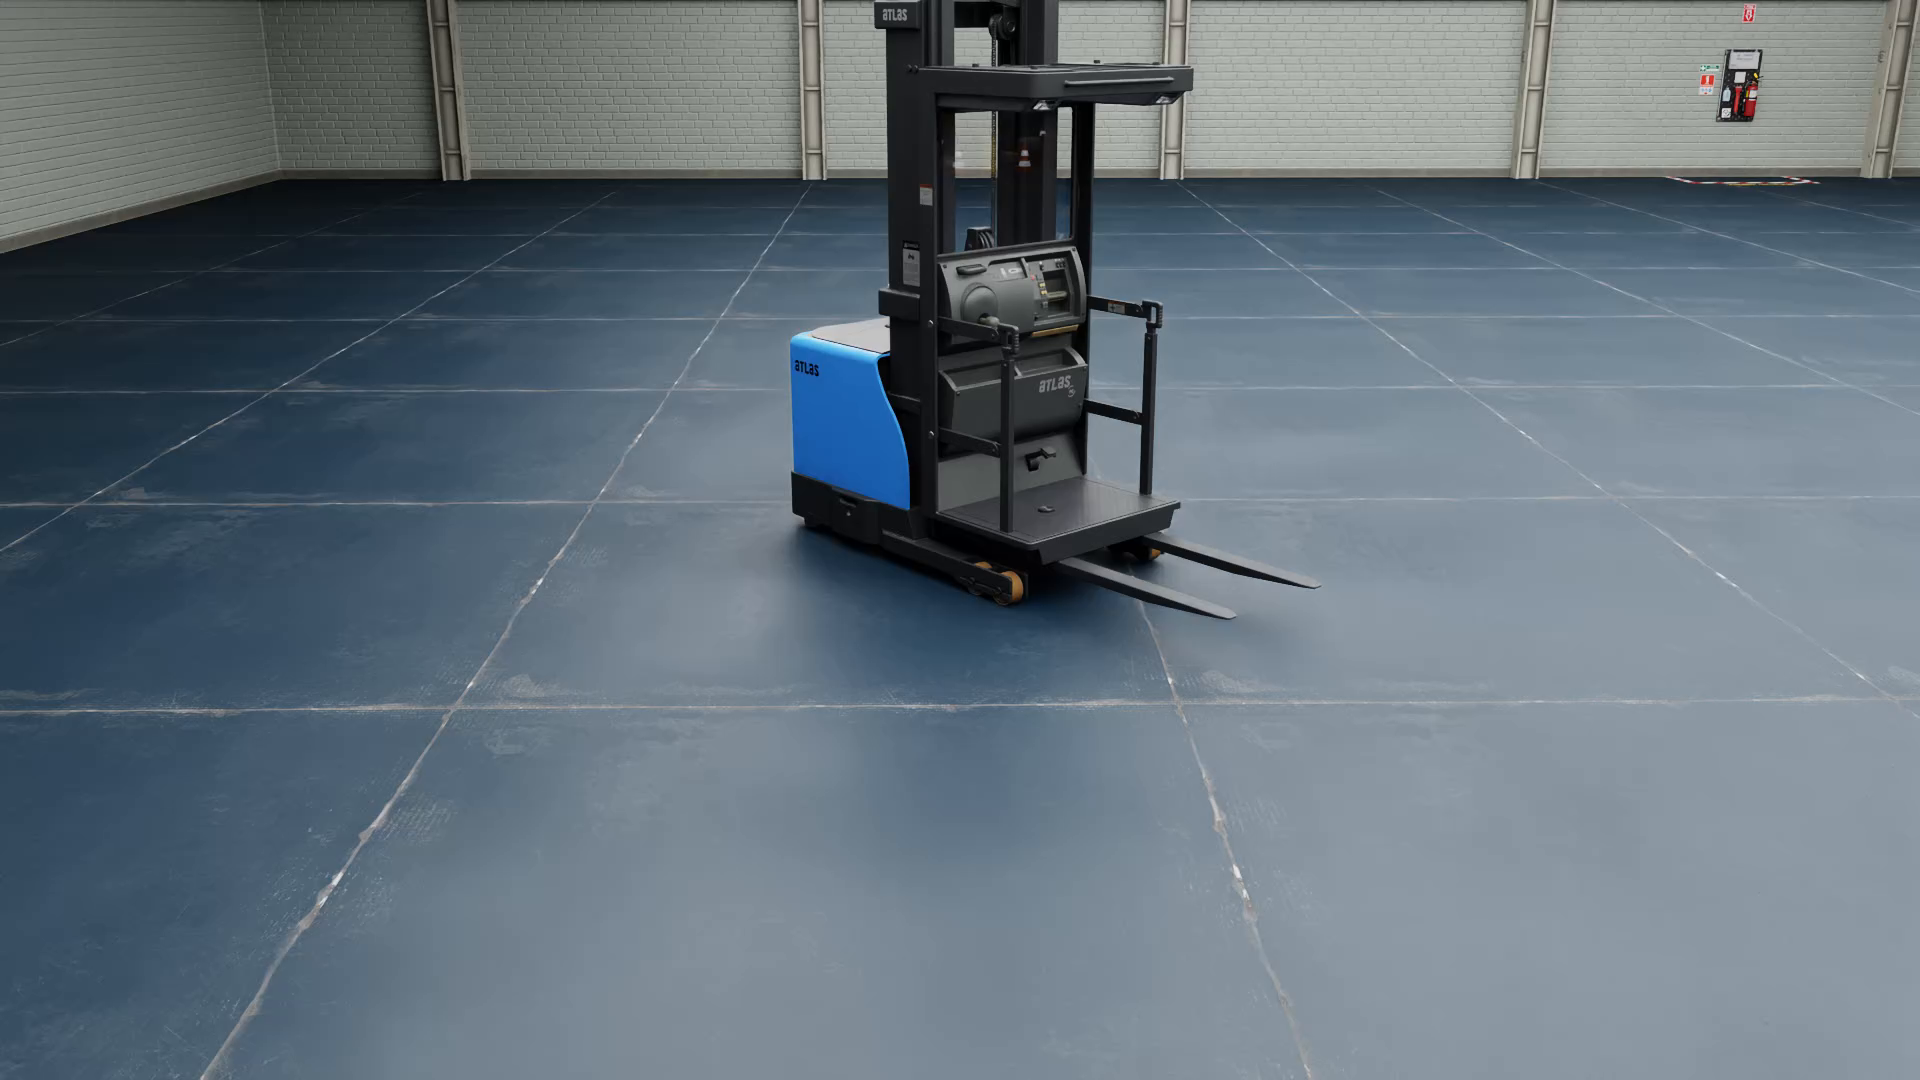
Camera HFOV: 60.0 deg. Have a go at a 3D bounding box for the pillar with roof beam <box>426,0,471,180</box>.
[{"bbox_3d":[-8.372,-9.020,22.435,0.400,9.000,9.100,0,18,-1],"label":"pillar with roof beam"}]

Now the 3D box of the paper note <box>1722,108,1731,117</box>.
[{"bbox_3d":[12.907,-7.195,28.007,0.142,0.148,0.016,0,18,-1],"label":"paper note"}]

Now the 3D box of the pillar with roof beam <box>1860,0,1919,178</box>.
[{"bbox_3d":[15.625,-9.136,22.795,0.400,9.000,9.100,0,18,-1],"label":"pillar with roof beam"}]

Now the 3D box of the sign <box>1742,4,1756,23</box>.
[{"bbox_3d":[13.076,-8.728,27.550,0.199,0.298,0.001,0,18,-1],"label":"sign"}]

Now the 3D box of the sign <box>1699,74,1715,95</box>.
[{"bbox_3d":[12.531,-7.640,27.894,0.234,0.329,0.001,0,18,-1],"label":"sign"}]

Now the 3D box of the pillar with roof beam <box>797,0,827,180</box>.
[{"bbox_3d":[-2.373,-9.049,22.525,0.400,9.000,9.100,0,18,-1],"label":"pillar with roof beam"}]

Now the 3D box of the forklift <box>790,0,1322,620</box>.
[{"bbox_3d":[0.415,-1.253,8.155,1.130,2.935,3.031,-15,23,-39],"label":"forklift"}]

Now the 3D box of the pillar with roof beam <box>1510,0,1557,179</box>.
[{"bbox_3d":[9.625,-9.107,22.705,0.400,9.000,9.100,0,18,-1],"label":"pillar with roof beam"}]

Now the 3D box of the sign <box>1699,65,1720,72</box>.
[{"bbox_3d":[12.535,-7.889,27.805,0.331,0.109,0.001,0,18,-1],"label":"sign"}]

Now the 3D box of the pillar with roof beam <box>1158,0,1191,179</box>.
[{"bbox_3d":[3.626,-9.078,22.615,0.400,9.000,9.100,0,18,-1],"label":"pillar with roof beam"}]

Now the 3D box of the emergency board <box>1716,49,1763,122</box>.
[{"bbox_3d":[13.085,-7.594,27.810,0.643,1.169,0.194,0,18,-1],"label":"emergency board"}]
